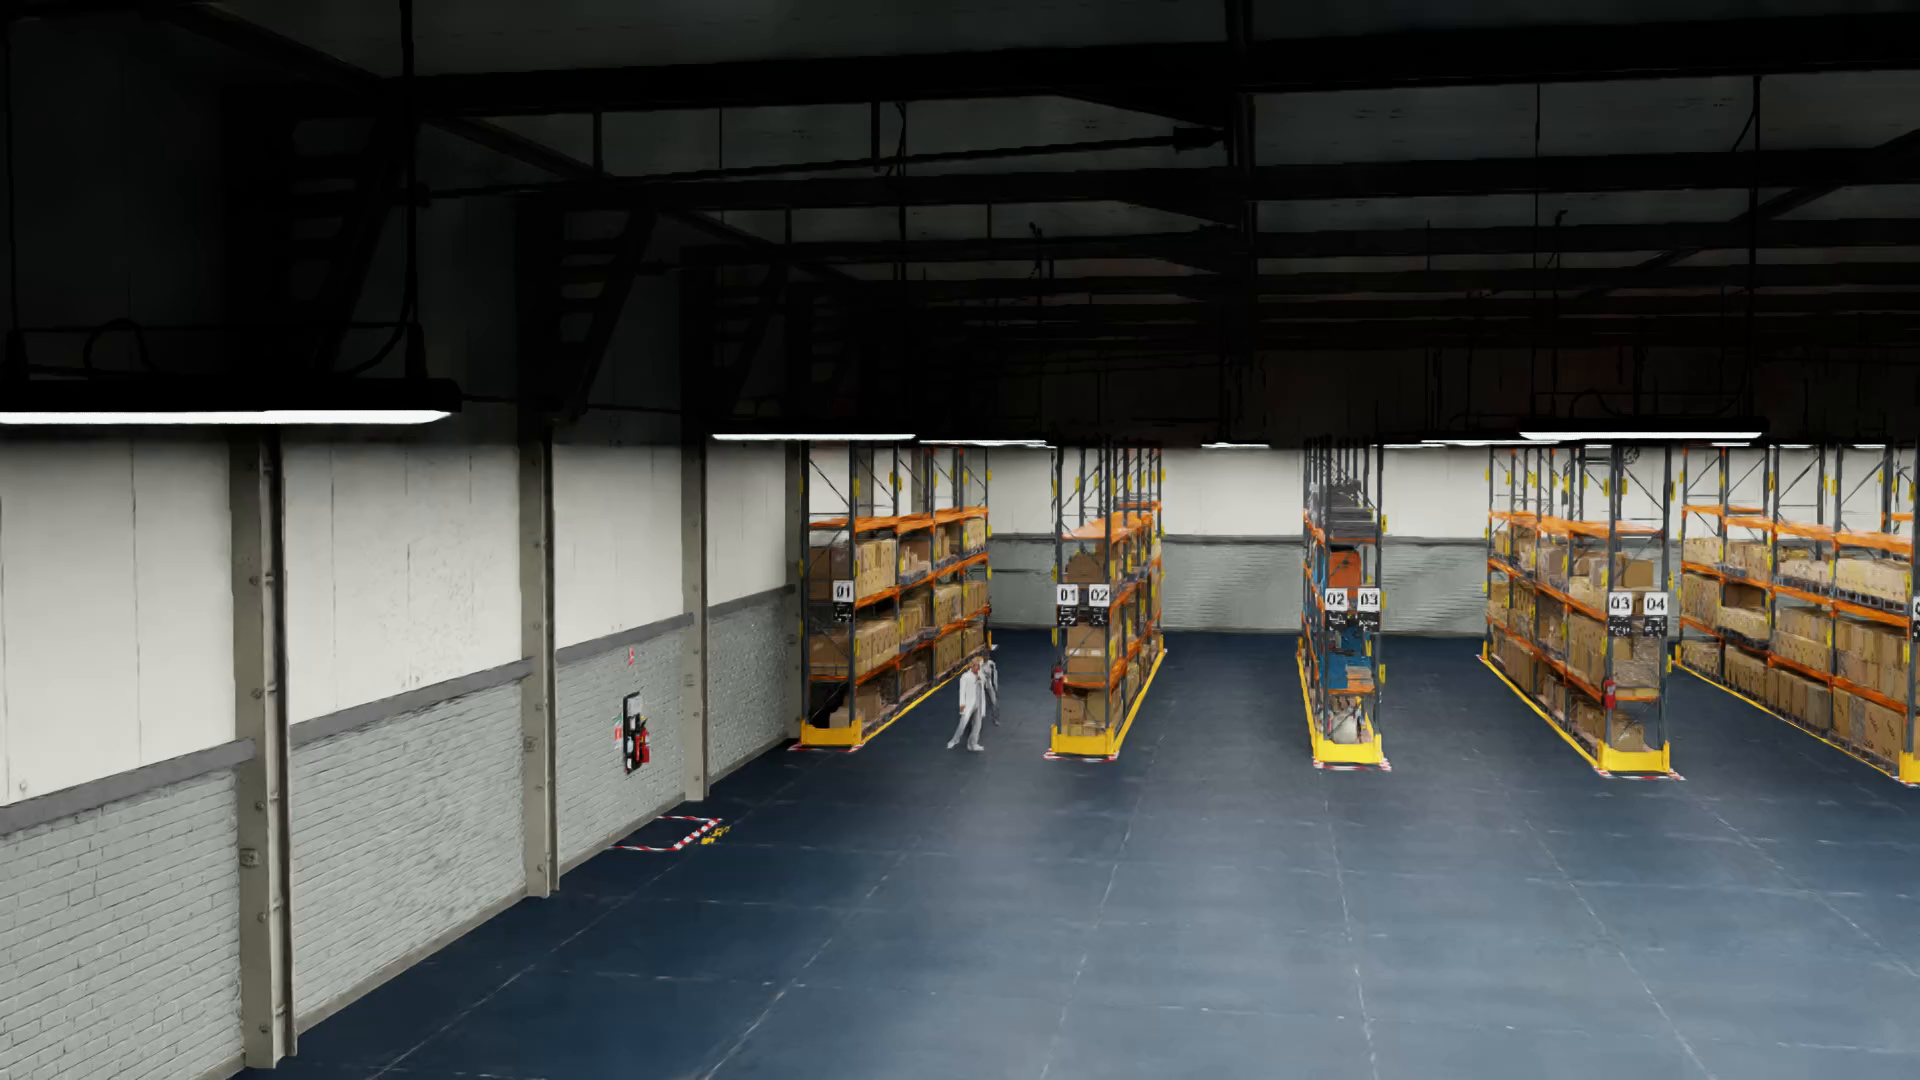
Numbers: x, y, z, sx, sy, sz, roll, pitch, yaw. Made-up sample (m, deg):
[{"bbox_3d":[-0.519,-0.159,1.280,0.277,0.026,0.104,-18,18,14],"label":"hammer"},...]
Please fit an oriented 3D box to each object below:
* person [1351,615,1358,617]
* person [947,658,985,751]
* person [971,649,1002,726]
[{"bbox_3d":[10.698,2.479,44.866,0.584,1.644,0.659,0,3,2],"label":"person"},{"bbox_3d":[0.140,3.222,31.636,0.778,1.571,0.560,-2,4,-29],"label":"person"},{"bbox_3d":[0.519,3.038,34.636,0.639,1.605,0.807,0,3,-6],"label":"person"}]
